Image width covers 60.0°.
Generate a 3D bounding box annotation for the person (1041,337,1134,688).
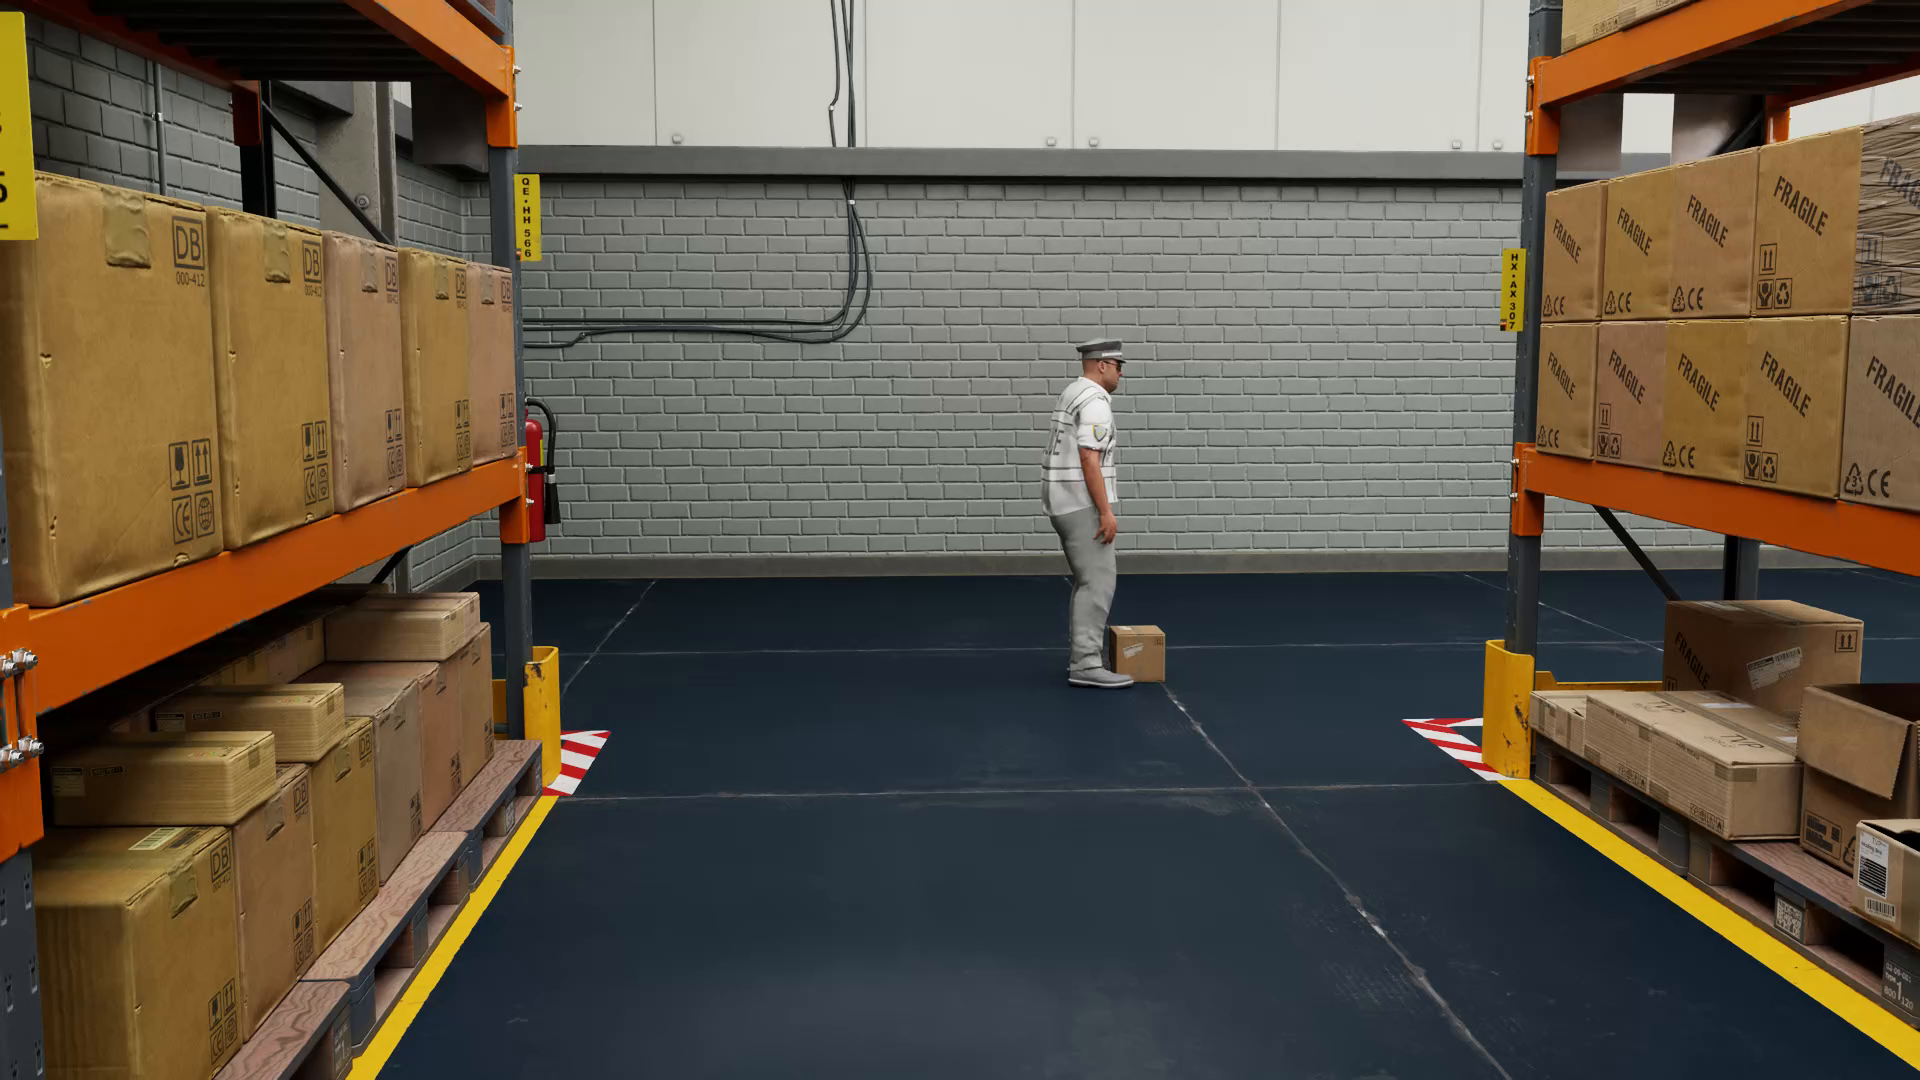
[{"bbox_3d":[0.661,-0.155,8.506,0.473,1.749,0.606,-1,7,-7],"label":"person"}]
